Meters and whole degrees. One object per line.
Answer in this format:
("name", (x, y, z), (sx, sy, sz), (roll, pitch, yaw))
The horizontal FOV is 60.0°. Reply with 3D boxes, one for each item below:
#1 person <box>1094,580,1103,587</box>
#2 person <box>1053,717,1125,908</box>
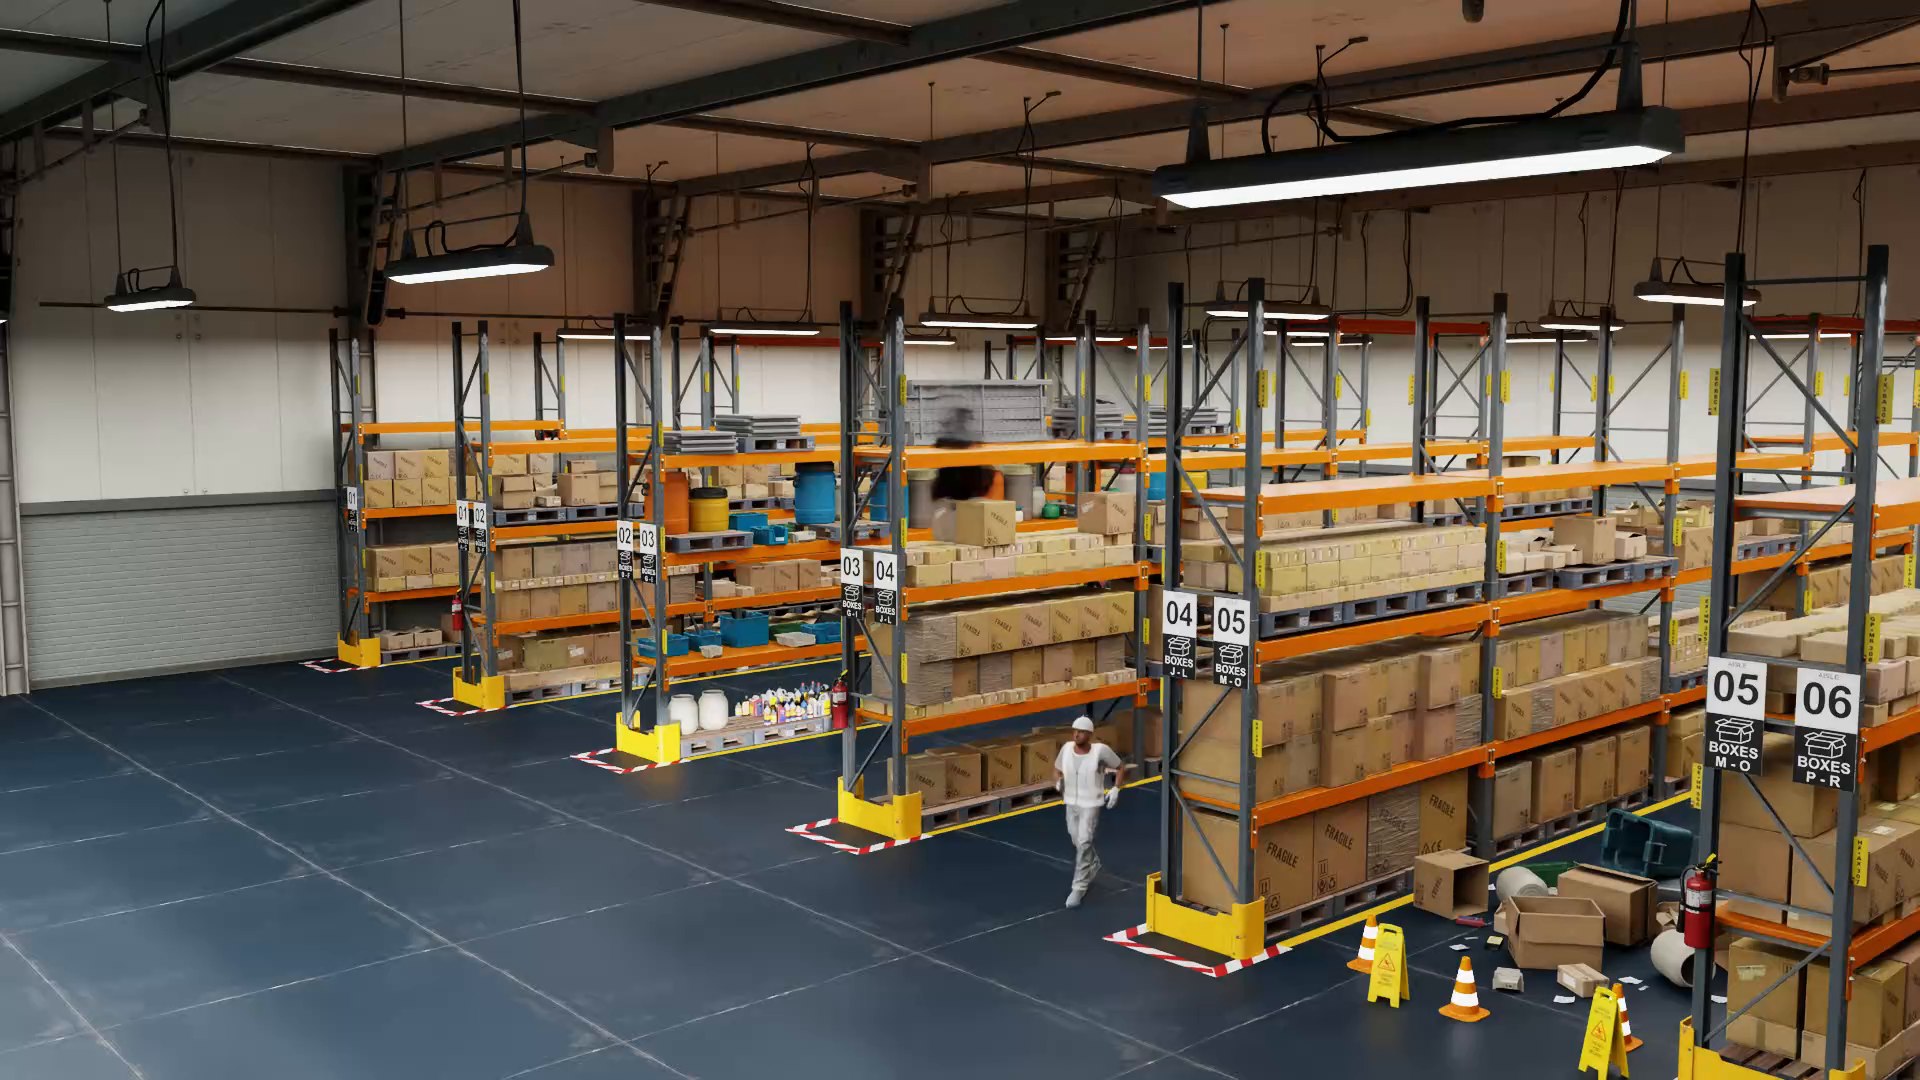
("person", (2.510, 1.061, 32.240), (0.660, 1.771, 1.004), (5, 7, 39))
("person", (1.242, 2.643, 16.507), (0.706, 1.819, 0.864), (4, 7, 34))
